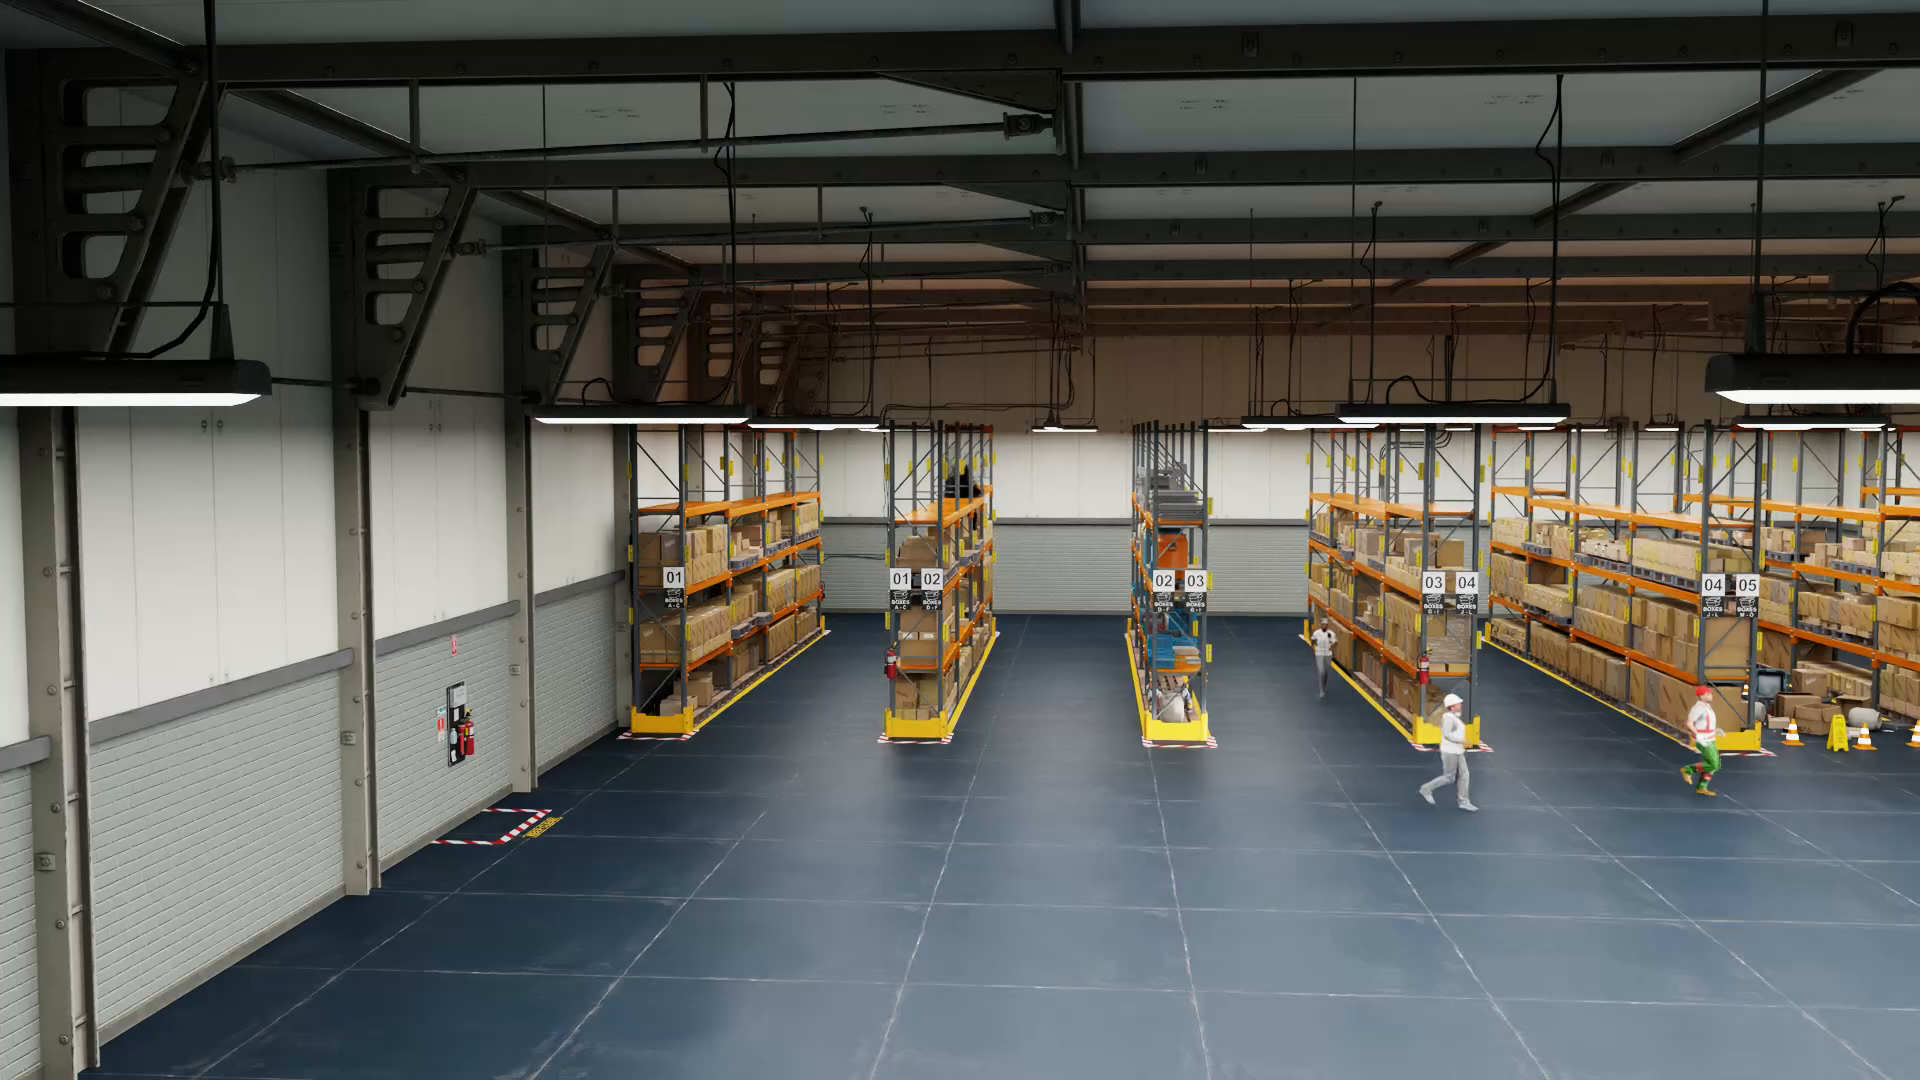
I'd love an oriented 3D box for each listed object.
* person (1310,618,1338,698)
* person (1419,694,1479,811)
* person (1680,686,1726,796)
[{"bbox_3d":[8.015,2.562,36.572,0.574,1.726,0.852,0,4,3],"label":"person"},{"bbox_3d":[7.480,3.236,25.381,0.883,1.775,0.661,2,4,28],"label":"person"},{"bbox_3d":[11.827,3.185,26.460,0.585,1.740,0.665,3,5,42],"label":"person"}]
